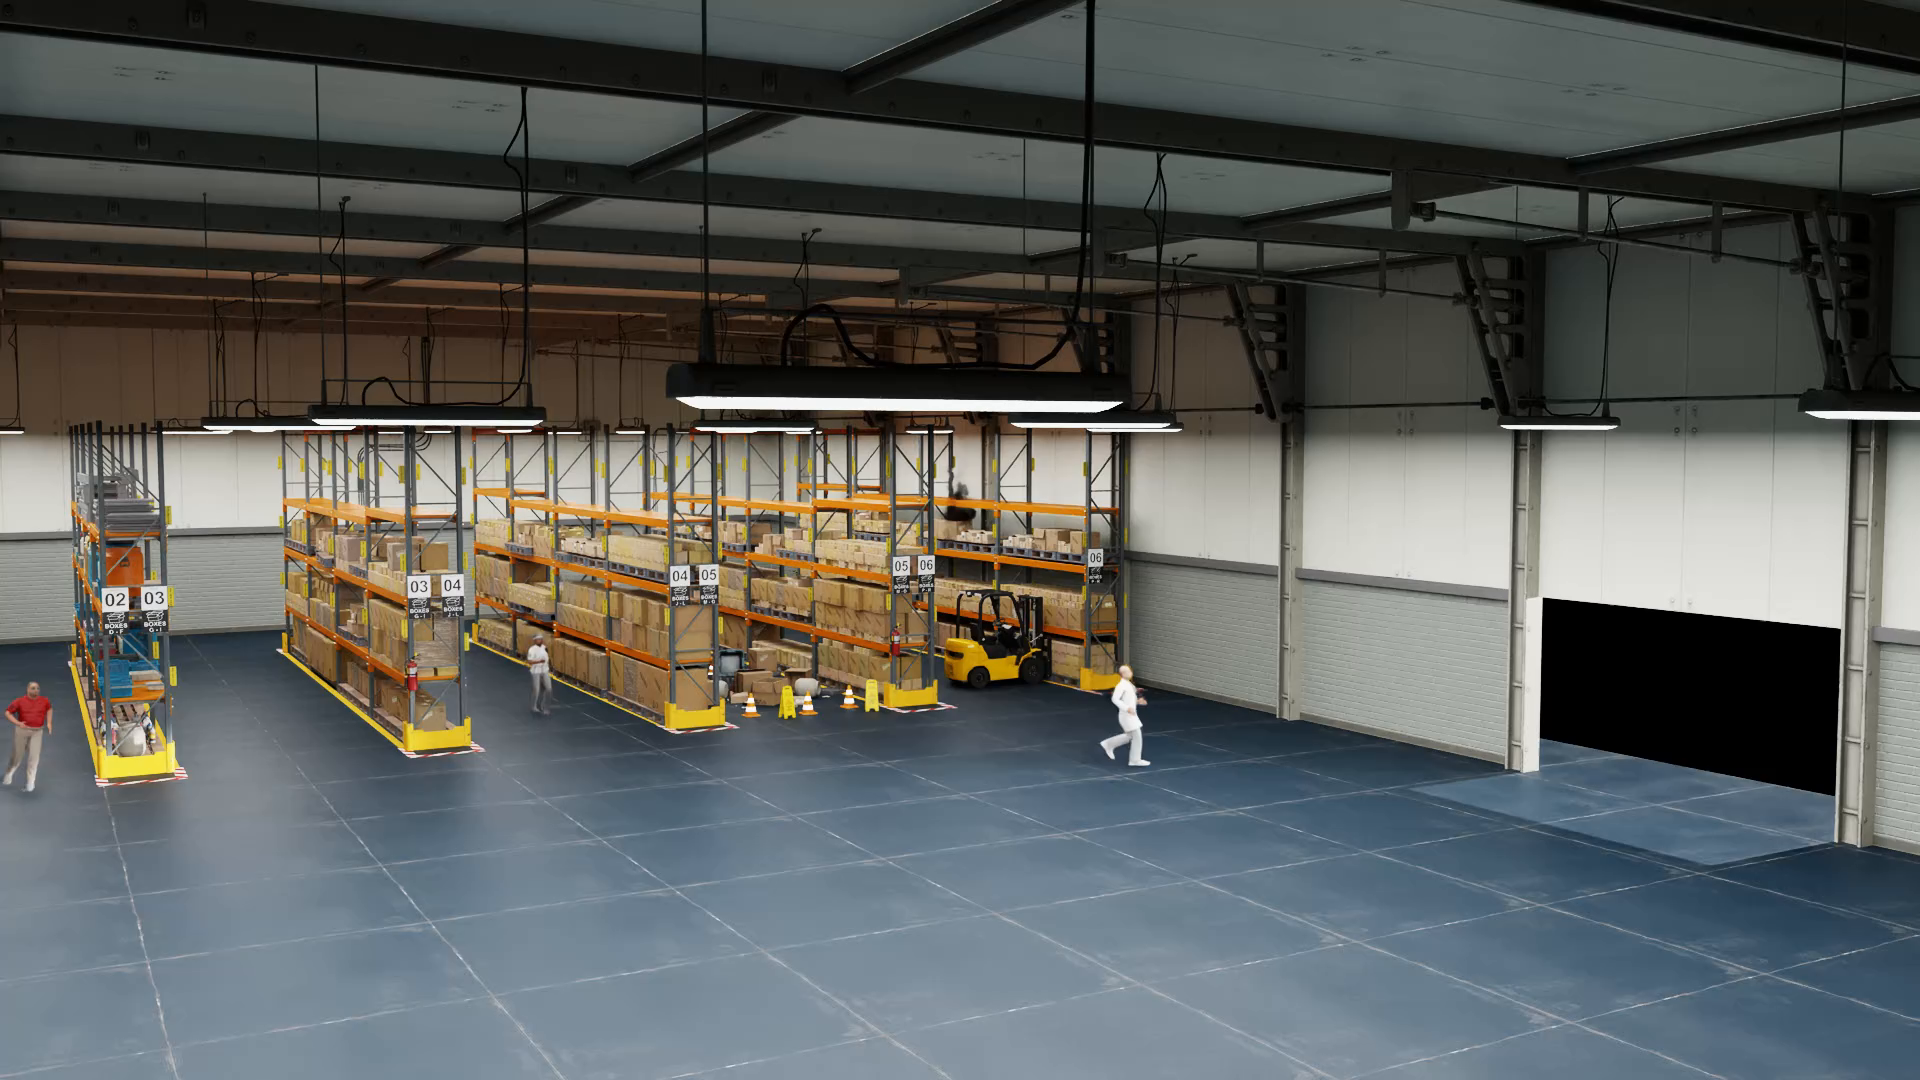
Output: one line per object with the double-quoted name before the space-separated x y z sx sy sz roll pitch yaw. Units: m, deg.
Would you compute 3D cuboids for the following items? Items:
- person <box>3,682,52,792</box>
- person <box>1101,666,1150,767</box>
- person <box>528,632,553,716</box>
"person" -15.211 3.182 27.205 0.737 1.716 0.964 -3 5 -40
"person" 2.875 3.061 28.946 0.884 1.743 0.719 1 4 14
"person" -8.649 2.756 34.260 0.528 1.718 0.681 -3 5 -40
